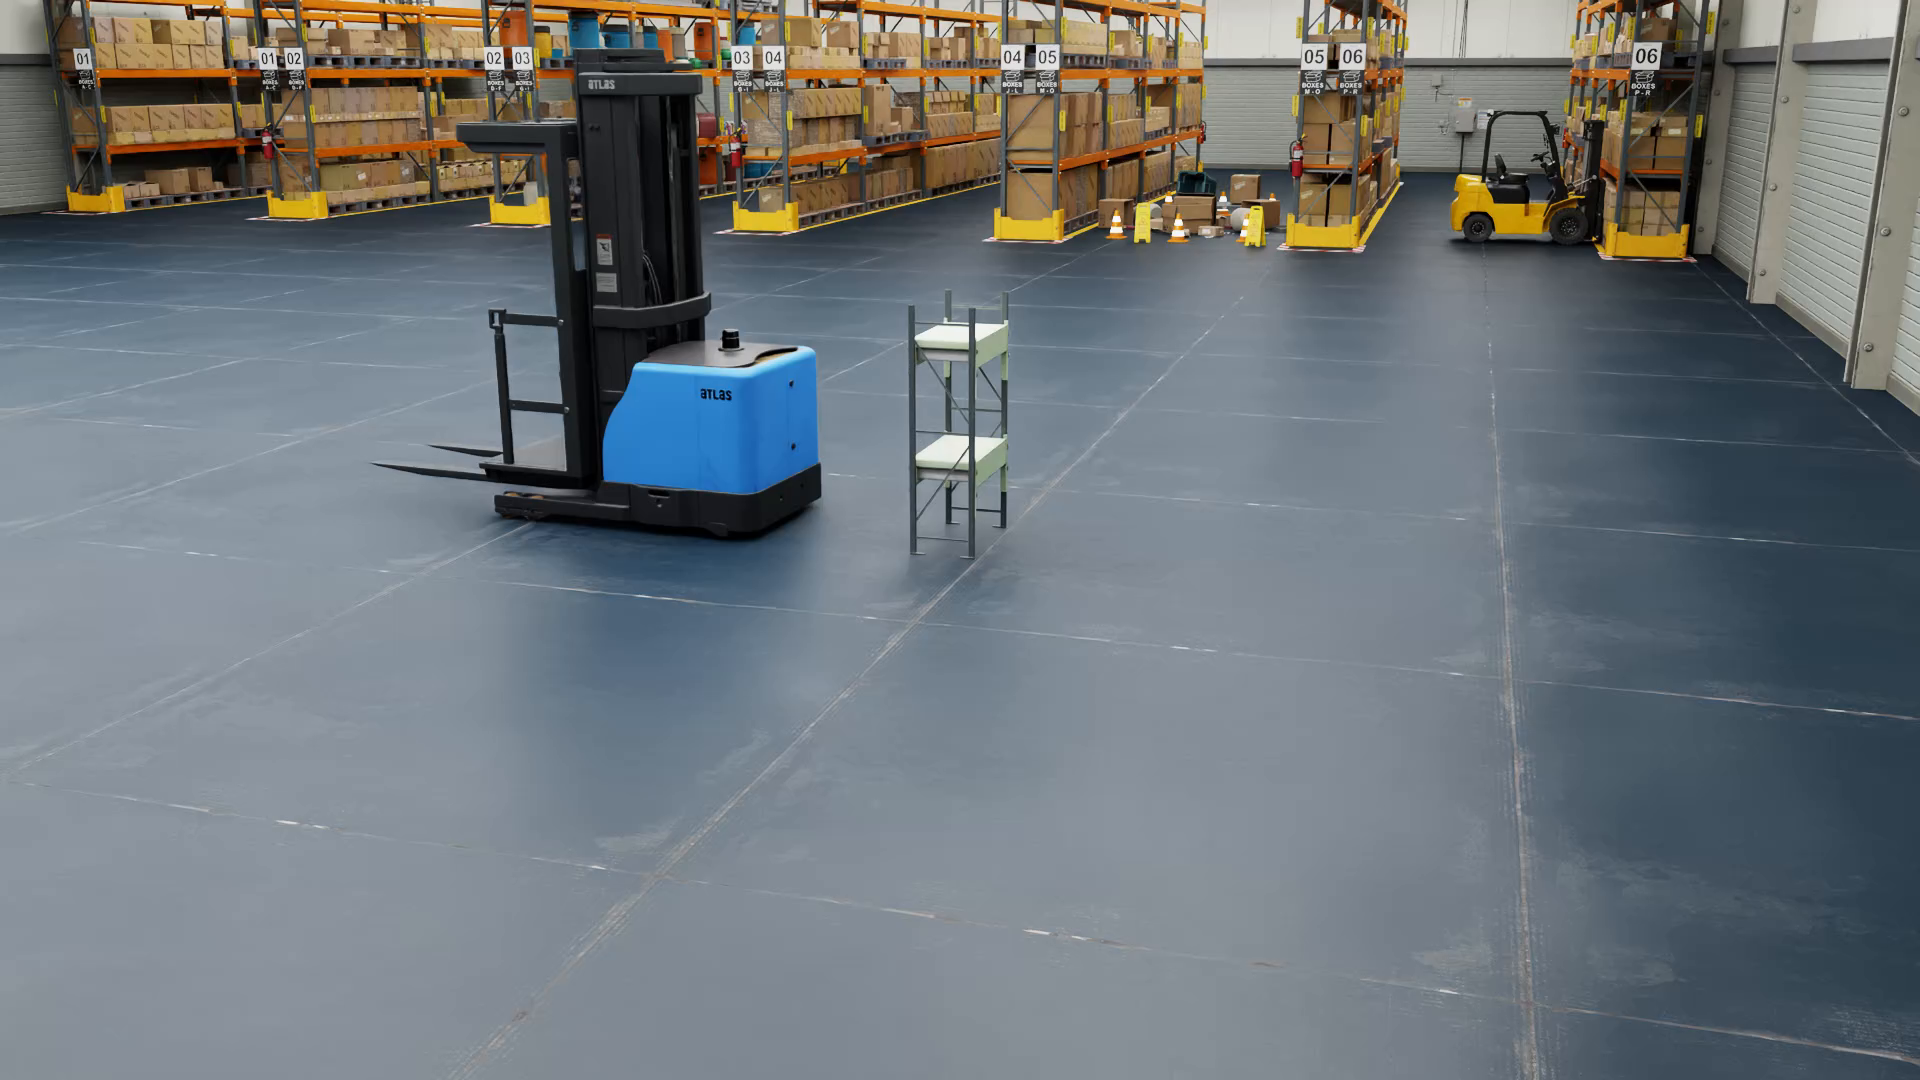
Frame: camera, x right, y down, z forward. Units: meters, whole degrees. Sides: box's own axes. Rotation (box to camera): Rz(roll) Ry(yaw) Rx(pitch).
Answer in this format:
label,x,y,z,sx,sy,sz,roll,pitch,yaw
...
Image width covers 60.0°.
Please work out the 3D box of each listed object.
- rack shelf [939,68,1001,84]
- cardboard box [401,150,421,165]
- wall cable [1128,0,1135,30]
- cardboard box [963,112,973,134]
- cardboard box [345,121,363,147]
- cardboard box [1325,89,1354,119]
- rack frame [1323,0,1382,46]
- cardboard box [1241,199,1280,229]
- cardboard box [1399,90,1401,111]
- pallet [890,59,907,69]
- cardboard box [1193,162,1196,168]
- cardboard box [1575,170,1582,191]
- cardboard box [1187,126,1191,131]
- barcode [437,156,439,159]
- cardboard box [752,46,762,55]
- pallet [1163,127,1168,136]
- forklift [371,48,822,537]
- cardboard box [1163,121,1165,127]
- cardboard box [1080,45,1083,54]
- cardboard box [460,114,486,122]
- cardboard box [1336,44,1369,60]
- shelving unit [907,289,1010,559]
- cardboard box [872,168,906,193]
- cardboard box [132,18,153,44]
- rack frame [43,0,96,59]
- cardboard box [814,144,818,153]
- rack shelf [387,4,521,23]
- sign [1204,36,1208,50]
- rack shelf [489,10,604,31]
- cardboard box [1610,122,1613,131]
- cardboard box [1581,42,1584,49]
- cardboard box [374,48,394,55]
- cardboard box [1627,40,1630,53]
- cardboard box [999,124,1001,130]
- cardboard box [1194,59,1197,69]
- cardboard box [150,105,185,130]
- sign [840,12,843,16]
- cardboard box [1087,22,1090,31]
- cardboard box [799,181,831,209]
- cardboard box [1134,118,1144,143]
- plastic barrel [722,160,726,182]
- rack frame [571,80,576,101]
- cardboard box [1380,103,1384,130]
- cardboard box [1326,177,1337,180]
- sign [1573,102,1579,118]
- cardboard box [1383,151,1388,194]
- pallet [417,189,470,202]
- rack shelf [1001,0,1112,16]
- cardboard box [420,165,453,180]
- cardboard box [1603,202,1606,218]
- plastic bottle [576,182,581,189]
label,x,y,z,sx,sy,sz,roll,pitch,yaw
rack shelf,0.442,-11.812,42.299,1.077,0.370,4.000,5,16,16
cardboard box,-14.684,-10.099,43.609,0.750,0.750,0.750,5,17,18
wall cable,5.922,-16.885,47.471,2.277,5.999,0.120,5,16,16
cardboard box,0.002,-10.097,40.246,0.500,0.500,0.500,5,16,16
cardboard box,-12.597,-8.258,33.765,0.700,0.500,0.500,5,17,16
cardboard box,6.768,-7.905,30.140,0.700,0.500,0.500,4,16,15
rack frame,7.101,-10.217,29.859,1.000,3.000,0.127,5,16,16
cardboard box,5.492,-5.954,30.402,0.500,0.500,0.500,-10,19,-32
cardboard box,10.482,-10.716,40.596,0.500,0.500,0.500,5,16,16
pallet,-1.831,-9.877,34.501,1.213,0.211,1.003,5,16,16
cardboard box,5.860,-9.641,42.732,0.380,0.149,0.250,4,16,14
cardboard box,13.494,-7.660,35.649,0.500,0.500,0.500,4,16,14
cardboard box,5.598,-10.335,41.731,0.380,0.149,0.250,4,16,13
barcode,-11.425,-8.374,36.370,0.001,0.075,0.075,5,16,16
cardboard box,-3.757,-8.712,29.595,0.380,0.149,0.250,5,16,16
pallet,4.243,-9.500,38.678,1.003,0.211,1.213,5,16,16
forklift,-2.493,-1.660,10.810,3.031,2.935,1.130,6,17,20
cardboard box,4.531,-9.610,38.404,0.380,0.149,0.250,5,16,16
cardboard box,1.953,-8.609,29.195,0.380,0.149,0.250,5,16,15
cardboard box,-11.221,-9.523,38.222,0.500,0.500,0.500,4,16,13
cardboard box,6.363,-7.909,26.949,0.500,0.250,0.500,4,16,15
shelving unit,-0.002,-0.720,10.119,0.431,1.500,0.755,5,16,16
cardboard box,-1.580,-7.832,36.219,0.700,0.500,0.500,3,16,11
cardboard box,-17.116,-10.531,34.411,0.500,0.500,0.500,5,17,17
rack frame,-17.784,-11.091,32.941,1.000,3.000,0.127,5,16,16
cardboard box,-2.878,-7.315,31.084,0.380,0.149,0.250,5,16,16
rack shelf,-11.329,-11.739,37.277,1.077,0.370,4.000,5,16,16
sign,6.263,-12.648,42.306,0.100,0.325,0.005,5,16,16
rack shelf,-10.192,-12.786,40.967,1.077,0.370,4.000,5,16,16
cardboard box,11.182,-6.978,28.063,0.380,0.149,0.250,4,16,15
cardboard box,13.509,-10.573,35.573,0.380,0.149,0.250,4,16,15
cardboard box,-11.978,-10.123,34.460,0.380,0.149,0.250,5,16,16
cardboard box,10.741,-7.835,26.254,0.396,0.266,0.258,5,16,16
cardboard box,0.863,-10.664,42.889,0.380,0.149,0.250,5,16,16
cardboard box,5.569,-11.796,41.199,0.500,0.250,0.500,5,17,18
cardboard box,-16.922,-9.004,35.441,0.500,0.500,0.500,5,17,18
sign,-3.207,-14.315,44.899,0.100,0.325,0.005,5,16,16
cardboard box,2.097,-9.126,29.557,0.380,0.149,0.250,5,17,17
cardboard box,-2.809,-6.678,32.188,0.500,0.500,0.500,3,16,11
cardboard box,3.593,-8.644,35.125,0.500,0.500,0.500,5,16,16
plastic barrel,-5.815,-8.819,39.714,0.421,0.512,0.421,0,16,0
rack frame,-9.623,-10.961,43.478,1.000,3.000,0.127,5,16,16
cardboard box,8.097,-8.362,32.814,0.500,0.500,0.500,3,16,12
cardboard box,6.385,-6.161,29.448,0.500,0.500,0.500,6,17,19
sign,13.612,-9.496,36.726,0.100,0.325,0.005,5,16,16
cardboard box,8.771,-7.964,36.036,0.875,0.875,0.875,5,17,17
pallet,-11.725,-7.723,37.169,1.003,0.211,1.213,5,16,16
rack shelf,1.758,-9.512,29.427,1.077,0.370,4.000,5,16,16
cardboard box,-11.541,-8.106,36.653,0.500,0.311,0.500,5,16,16
cardboard box,10.843,-5.439,27.360,0.500,0.250,0.500,4,16,15
plastic bottle,-7.830,-7.192,34.237,0.144,0.351,0.185,4,16,14
